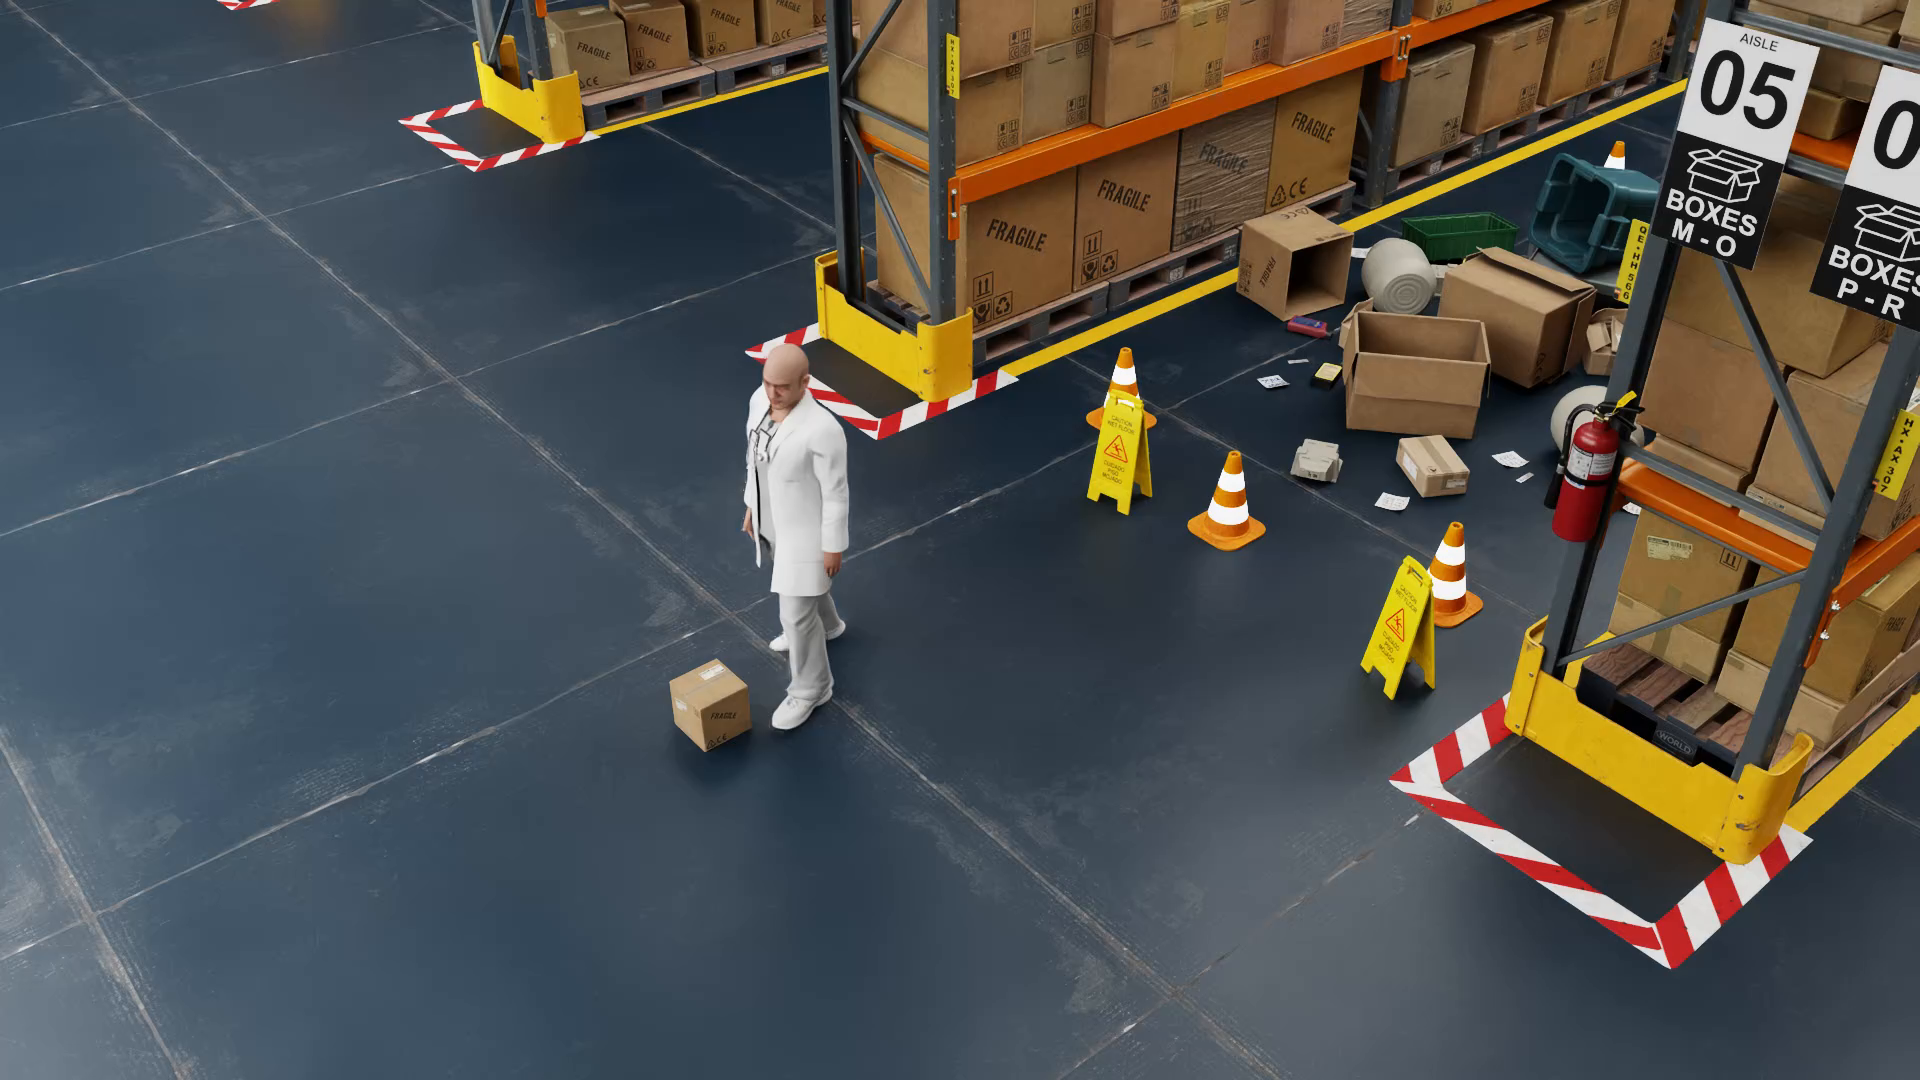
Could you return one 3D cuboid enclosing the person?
[{"bbox_3d":[-0.717,-0.067,7.219,0.664,1.802,0.648,-27,43,-32],"label":"person"}]
